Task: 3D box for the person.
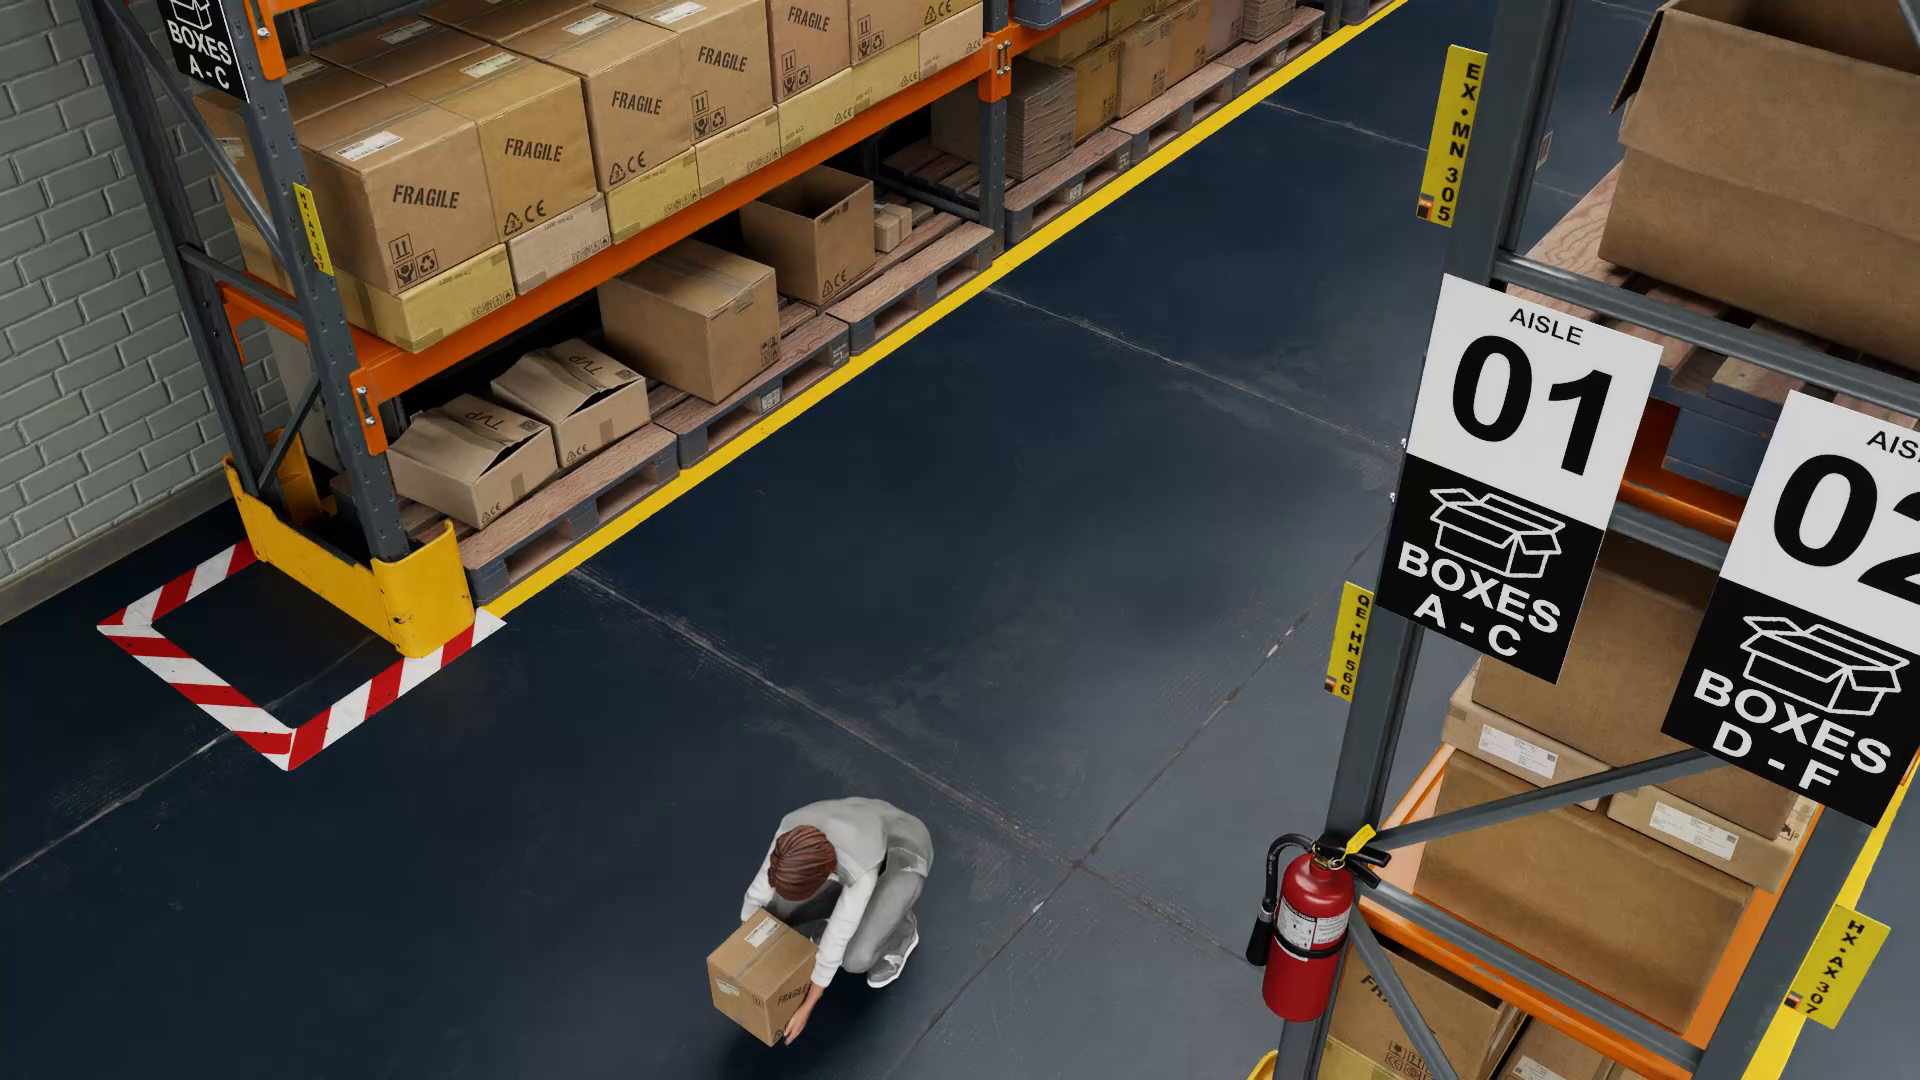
[{"bbox_3d":[-0.399,1.117,5.364,0.421,0.894,0.838,25,45,27],"label":"person"}]
